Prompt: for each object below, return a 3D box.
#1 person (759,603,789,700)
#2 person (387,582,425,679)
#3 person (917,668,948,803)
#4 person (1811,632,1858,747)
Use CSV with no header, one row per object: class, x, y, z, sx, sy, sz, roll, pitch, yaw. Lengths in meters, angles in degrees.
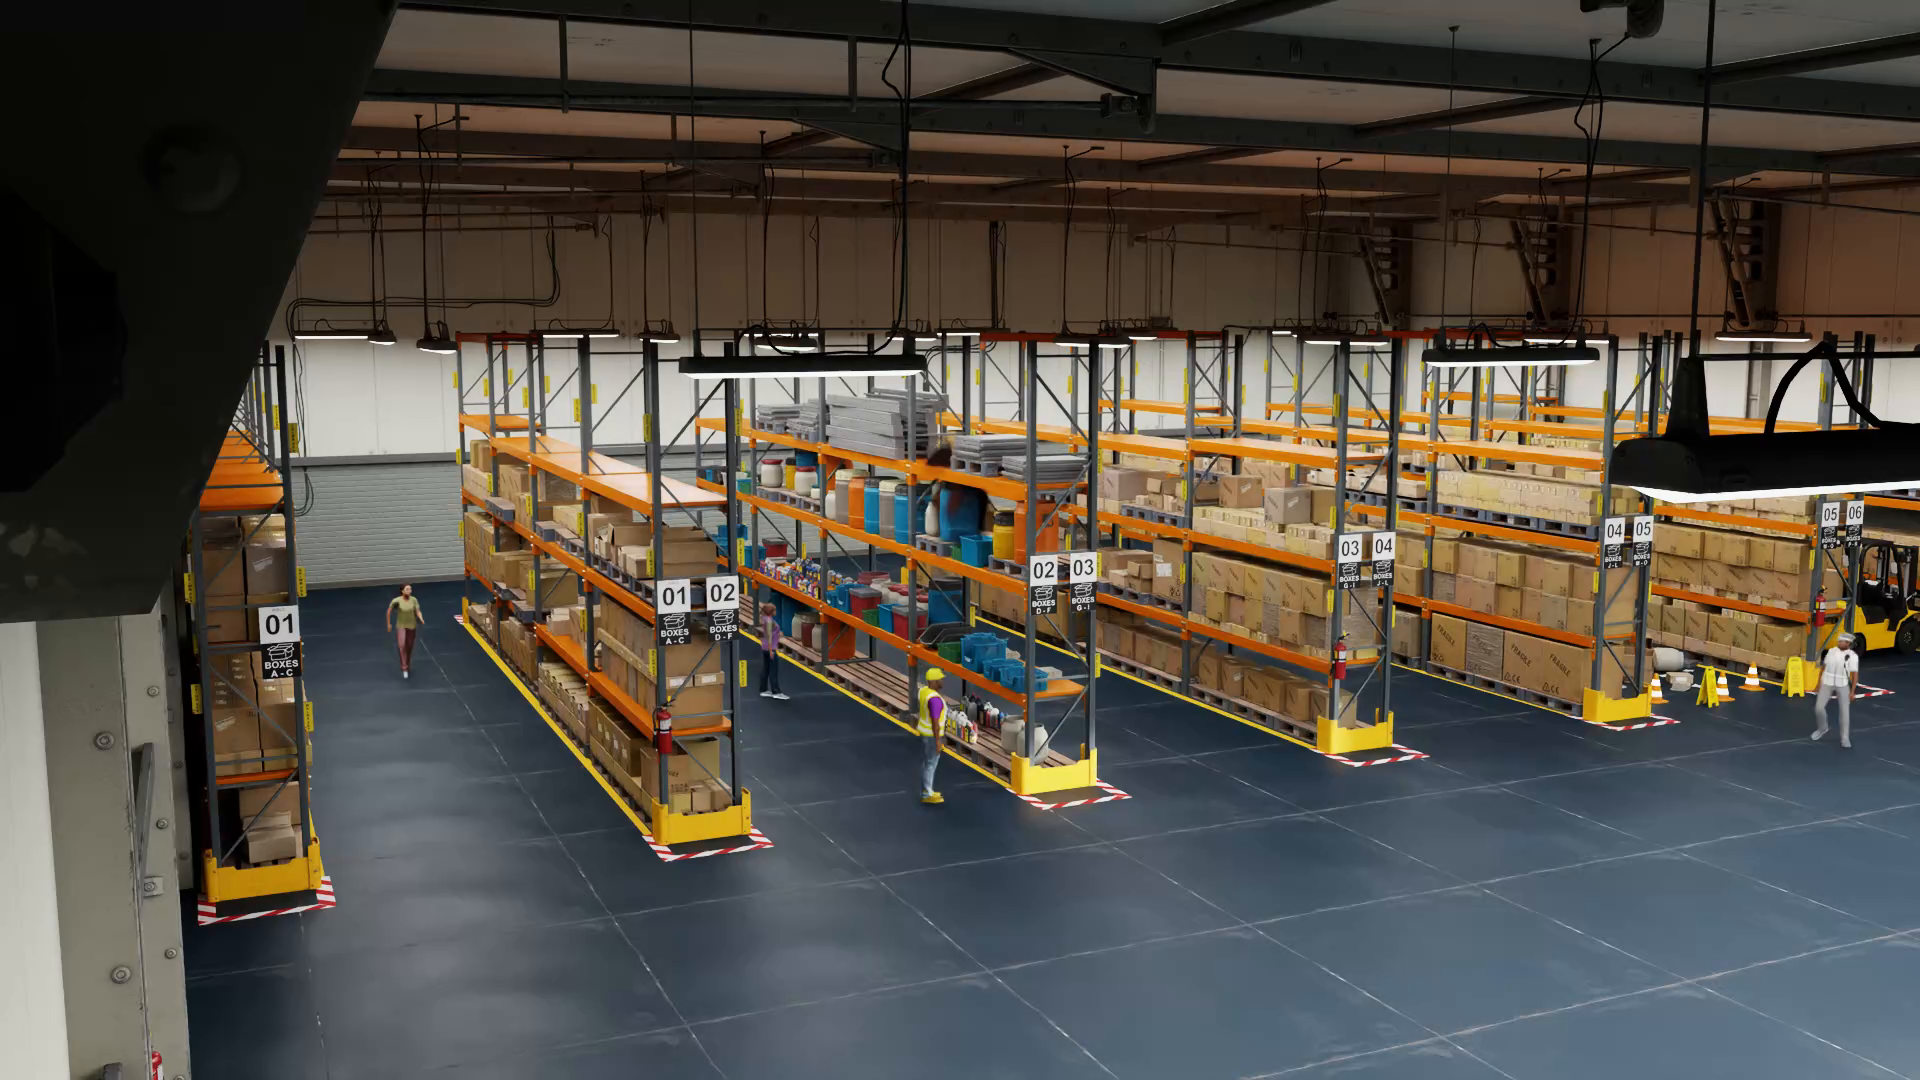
person,-3.103,1.881,27.593,0.471,1.516,0.437,-2,8,-13
person,-9.827,1.566,29.477,0.599,1.649,0.982,-4,8,-25
person,-0.353,2.533,21.624,0.377,1.768,0.667,-2,8,-17
person,12.975,2.184,24.648,0.558,1.691,0.427,5,9,32
